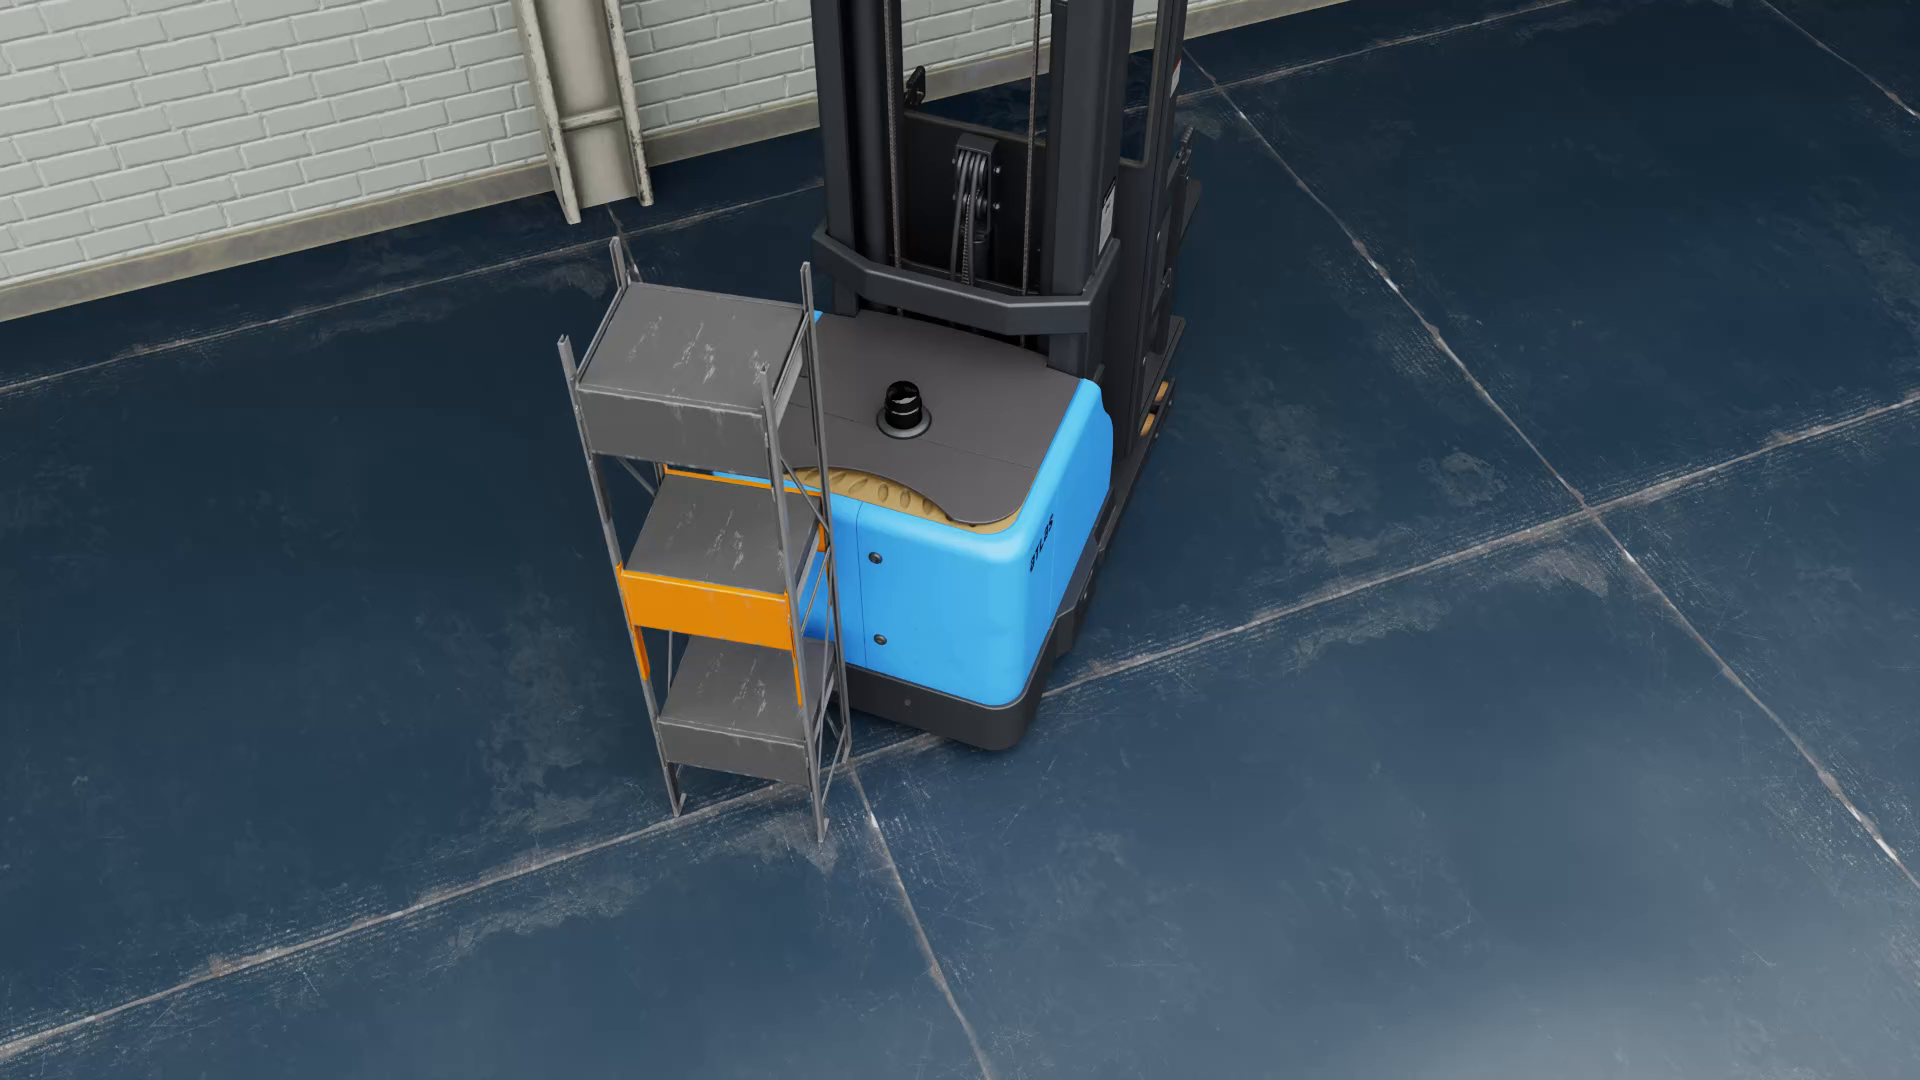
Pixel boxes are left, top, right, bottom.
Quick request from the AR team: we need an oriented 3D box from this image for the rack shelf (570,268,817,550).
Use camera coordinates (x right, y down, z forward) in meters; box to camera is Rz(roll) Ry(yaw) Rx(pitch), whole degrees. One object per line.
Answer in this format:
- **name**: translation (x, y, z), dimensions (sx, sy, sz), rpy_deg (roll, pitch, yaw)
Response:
- **rack shelf**: translation (-0.653, -0.331, 4.245), dimensions (0.480, 0.518, 0.431), rpy_deg (9, 50, 7)

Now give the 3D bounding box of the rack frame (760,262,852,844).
- **rack frame**: translation (-0.413, 0.153, 4.735), dimensions (0.015, 2.100, 0.400), rpy_deg (9, 50, 7)

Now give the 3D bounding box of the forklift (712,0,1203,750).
- **forklift**: translation (0.218, -1.397, 5.518), dimensions (1.130, 2.935, 3.031), rpy_deg (16, 51, 13)

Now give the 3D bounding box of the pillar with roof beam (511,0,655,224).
- **pillar with roof beam**: translation (-0.003, -1.489, 1.597), dimensions (0.400, 9.000, 9.100), rpy_deg (-17, 52, -14)

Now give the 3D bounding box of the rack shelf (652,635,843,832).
- **rack shelf**: translation (-0.653, 0.581, 5.307), dimensions (0.480, 0.518, 0.431), rpy_deg (9, 50, 7)

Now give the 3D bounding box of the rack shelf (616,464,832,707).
- **rack shelf**: translation (-0.653, 0.125, 4.776), dimensions (0.480, 0.518, 0.431), rpy_deg (9, 50, 7)

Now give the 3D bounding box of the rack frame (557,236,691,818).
- **rack frame**: translation (-0.892, 0.080, 4.797), dimensions (0.015, 2.100, 0.400), rpy_deg (9, 50, 7)

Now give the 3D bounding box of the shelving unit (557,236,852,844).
- **shelving unit**: translation (-0.653, 0.116, 4.766), dimensions (0.503, 2.100, 0.431), rpy_deg (9, 50, 7)
